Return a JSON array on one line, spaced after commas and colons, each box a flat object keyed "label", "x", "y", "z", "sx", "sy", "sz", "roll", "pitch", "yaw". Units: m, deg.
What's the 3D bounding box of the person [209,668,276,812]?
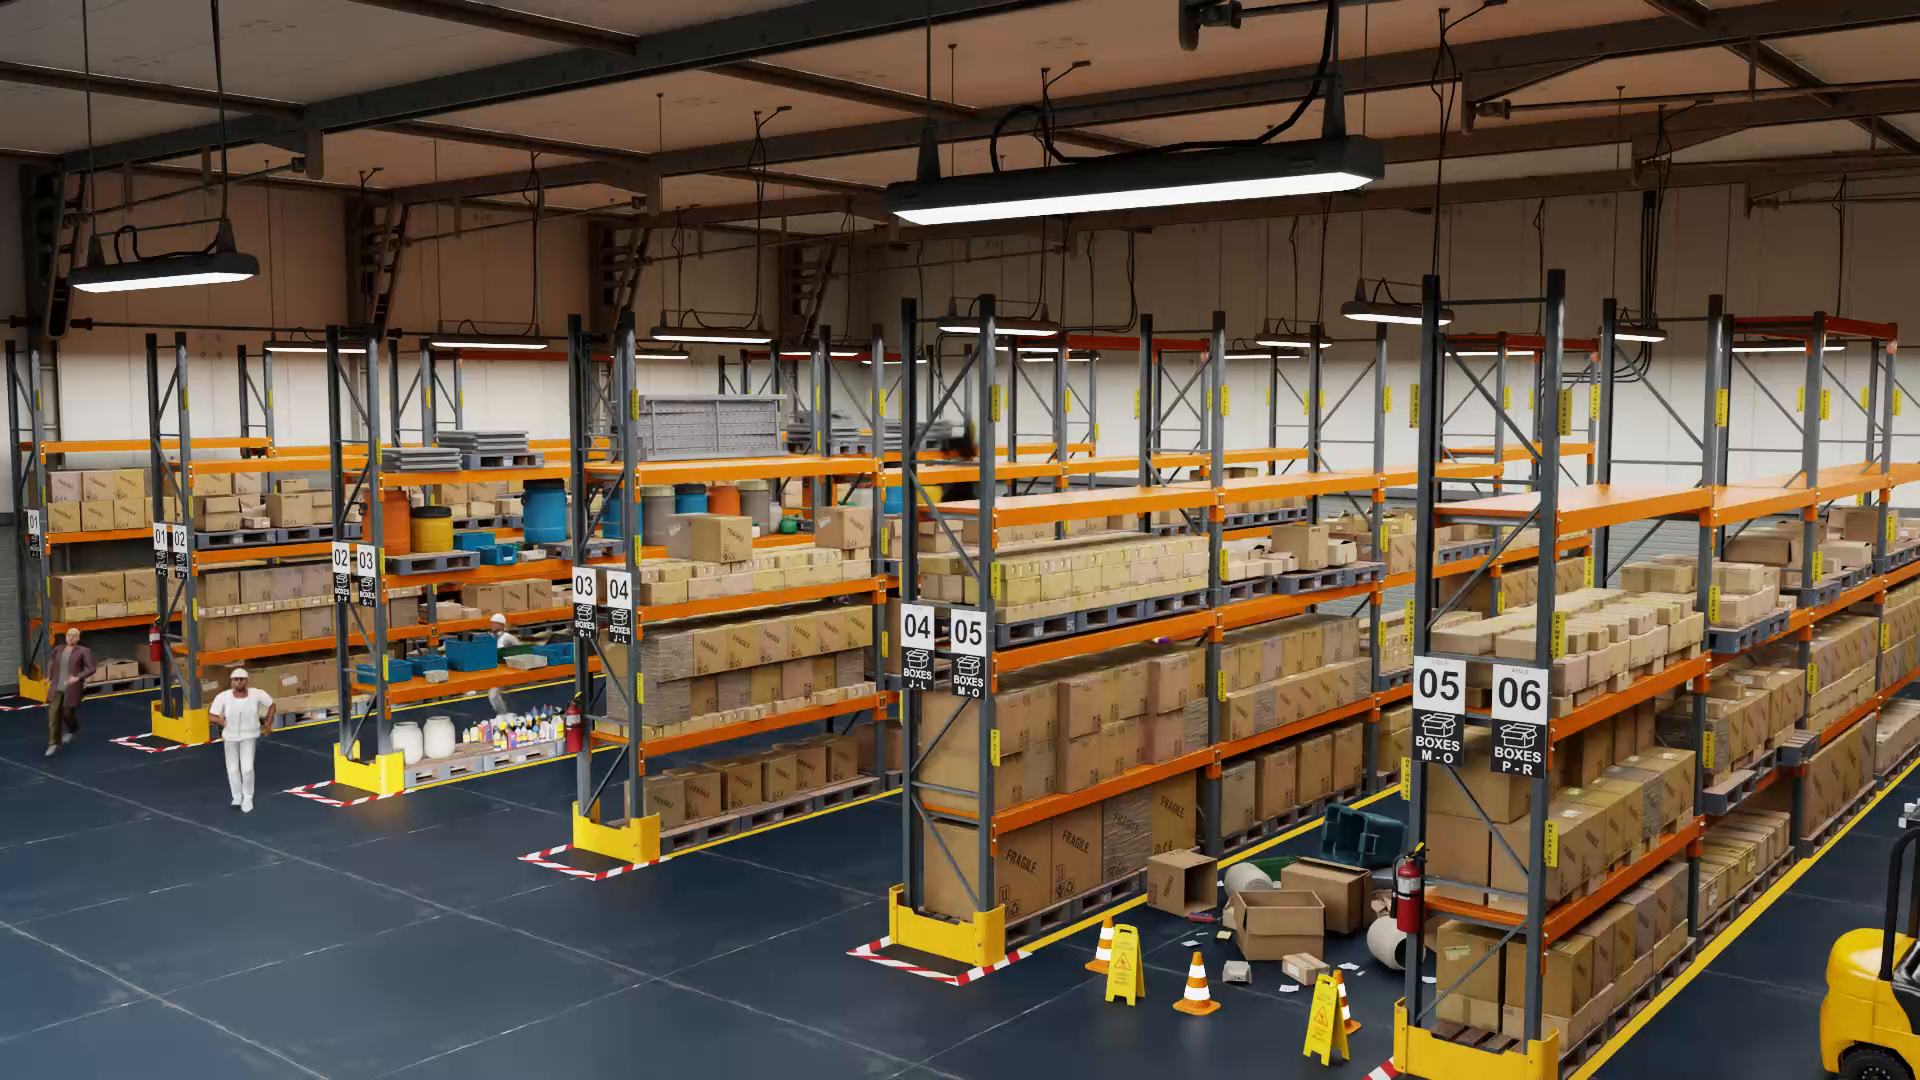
[{"label": "person", "x": -8.836, "y": 2.470, "z": 20.421, "sx": 0.699, "sy": 1.803, "sz": 0.689, "roll": -1, "pitch": 5, "yaw": -13}]

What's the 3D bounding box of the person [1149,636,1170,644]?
[{"label": "person", "x": 2.653, "y": 1.909, "z": 23.536, "sx": 0.680, "sy": 1.770, "sz": 0.721, "roll": 3, "pitch": 6, "yaw": 29}]

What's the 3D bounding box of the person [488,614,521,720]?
[{"label": "person", "x": -7.048, "y": 2.021, "z": 25.273, "sx": 0.640, "sy": 1.789, "sz": 0.669, "roll": 3, "pitch": 6, "yaw": 28}]

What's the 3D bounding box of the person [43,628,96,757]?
[{"label": "person", "x": -12.790, "y": 2.153, "z": 23.859, "sx": 0.748, "sy": 1.765, "sz": 0.914, "roll": -1, "pitch": 5, "yaw": -6}]
